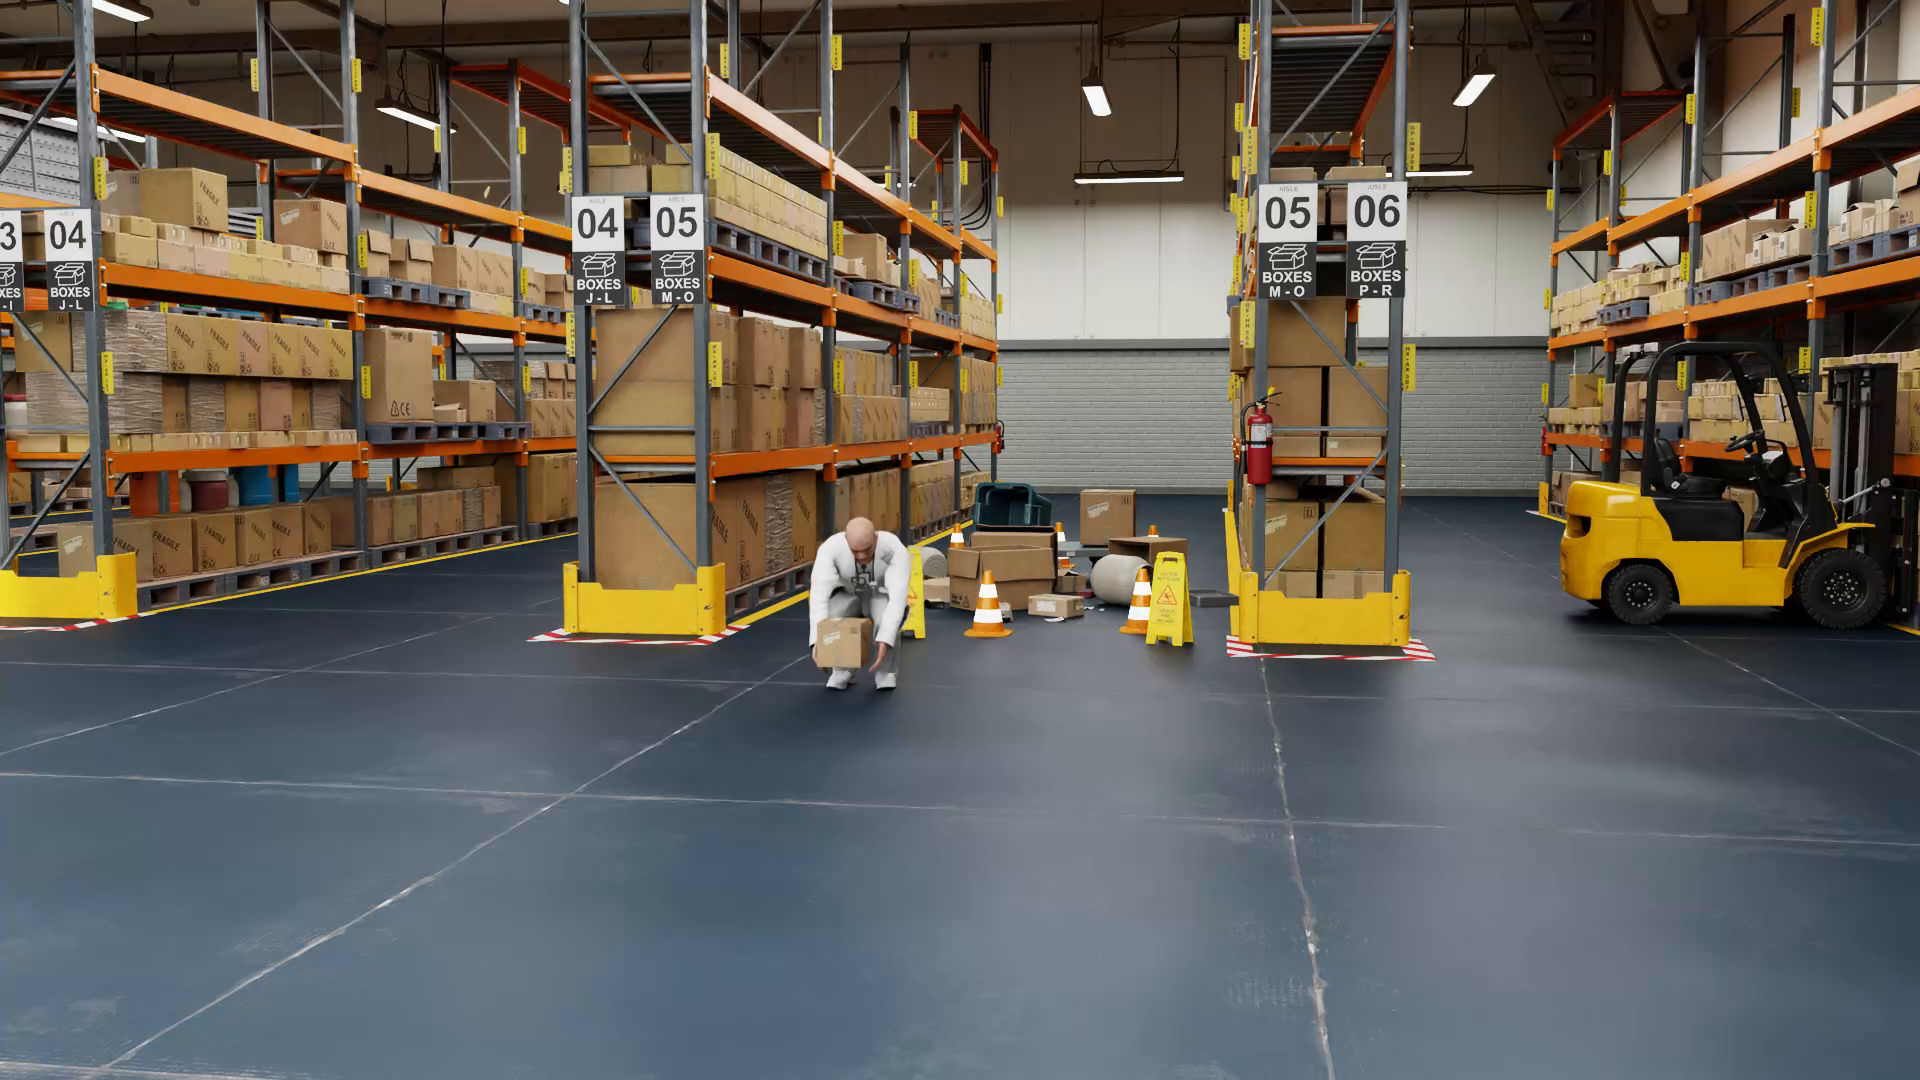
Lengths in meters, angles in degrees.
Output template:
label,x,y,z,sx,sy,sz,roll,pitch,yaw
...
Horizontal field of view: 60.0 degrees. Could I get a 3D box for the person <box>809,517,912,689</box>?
label,x,y,z,sx,sy,sz,roll,pitch,yaw
person,-0.566,0.363,9.730,0.607,1.033,0.896,1,4,8
